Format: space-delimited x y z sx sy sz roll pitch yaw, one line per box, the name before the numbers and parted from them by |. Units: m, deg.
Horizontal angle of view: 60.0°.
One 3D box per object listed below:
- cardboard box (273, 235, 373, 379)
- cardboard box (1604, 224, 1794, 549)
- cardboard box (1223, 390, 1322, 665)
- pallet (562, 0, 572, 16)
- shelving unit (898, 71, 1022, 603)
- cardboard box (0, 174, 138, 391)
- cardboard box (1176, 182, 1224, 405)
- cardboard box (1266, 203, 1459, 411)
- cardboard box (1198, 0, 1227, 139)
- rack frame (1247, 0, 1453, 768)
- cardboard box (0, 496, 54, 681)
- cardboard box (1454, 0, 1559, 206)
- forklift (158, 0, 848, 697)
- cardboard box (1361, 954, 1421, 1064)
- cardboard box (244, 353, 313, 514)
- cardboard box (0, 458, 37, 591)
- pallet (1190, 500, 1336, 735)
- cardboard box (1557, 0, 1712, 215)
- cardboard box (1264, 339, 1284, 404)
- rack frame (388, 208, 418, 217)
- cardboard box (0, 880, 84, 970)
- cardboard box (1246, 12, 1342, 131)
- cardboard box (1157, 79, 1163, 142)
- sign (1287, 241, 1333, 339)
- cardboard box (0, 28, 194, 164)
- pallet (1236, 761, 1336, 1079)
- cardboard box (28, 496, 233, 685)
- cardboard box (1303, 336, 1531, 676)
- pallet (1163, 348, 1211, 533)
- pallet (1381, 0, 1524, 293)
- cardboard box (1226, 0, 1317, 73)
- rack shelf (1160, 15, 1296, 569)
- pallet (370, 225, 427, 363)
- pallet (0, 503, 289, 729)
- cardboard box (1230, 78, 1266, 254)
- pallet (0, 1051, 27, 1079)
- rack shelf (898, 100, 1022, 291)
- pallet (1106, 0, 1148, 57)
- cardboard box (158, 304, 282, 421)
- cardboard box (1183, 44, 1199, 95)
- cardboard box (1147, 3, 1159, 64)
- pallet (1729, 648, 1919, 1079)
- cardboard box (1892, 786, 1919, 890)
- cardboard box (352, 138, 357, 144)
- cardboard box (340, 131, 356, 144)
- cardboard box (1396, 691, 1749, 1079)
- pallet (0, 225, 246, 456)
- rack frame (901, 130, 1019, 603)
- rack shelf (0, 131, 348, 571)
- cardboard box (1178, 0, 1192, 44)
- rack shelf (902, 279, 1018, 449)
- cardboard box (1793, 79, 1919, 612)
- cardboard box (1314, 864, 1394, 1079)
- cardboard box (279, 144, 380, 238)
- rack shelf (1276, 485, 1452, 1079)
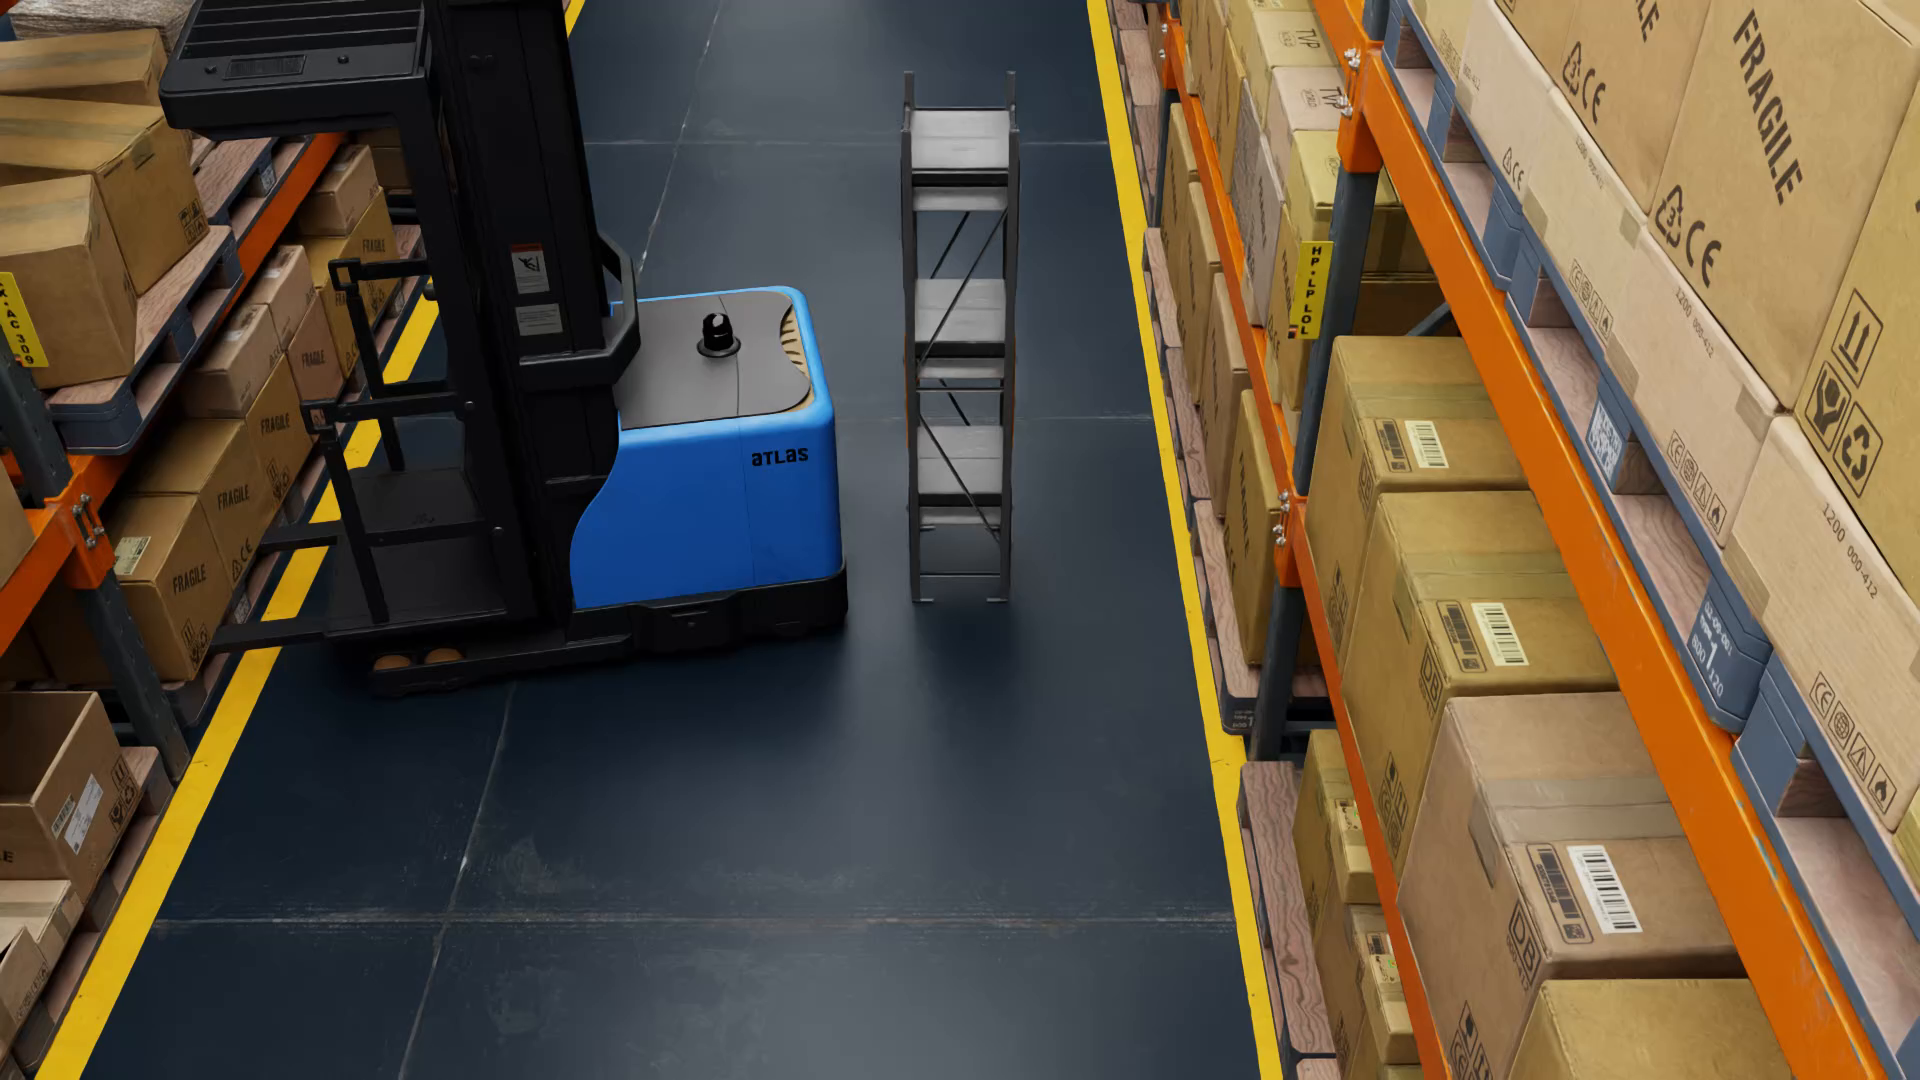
cardboard box | -3.144 -1.103 7.875 0.500 0.500 0.500 -1 39 -2
cardboard box | 1.309 -0.242 2.459 0.500 0.250 0.500 -1 39 -1
cardboard box | 1.447 -0.051 6.299 0.750 0.750 0.750 0 39 0
pallet | -3.345 -3.768 11.783 1.003 0.211 1.213 0 39 0
shelving unit | 0.000 -0.716 6.464 0.431 2.100 0.503 0 39 0
cardboard box | -3.152 -0.813 5.451 0.700 0.500 0.500 -13 40 -15
cardboard box | 1.438 -1.139 7.655 0.750 0.750 0.750 0 39 0
cardboard box | 1.326 -0.771 5.480 0.500 0.500 0.500 -1 39 -1
cardboard box | 1.309 -2.042 7.066 0.500 0.500 0.500 0 39 0
rack frame | 1.578 -0.320 5.251 1.000 3.000 0.127 0 39 0
cardboard box | -3.663 0.181 6.272 0.500 0.500 0.500 0 39 0
cardboard box | 1.302 -0.884 3.260 0.500 0.250 0.500 -1 39 -1
forklift | -2.025 -0.893 6.020 3.031 2.935 1.130 -7 39 -9
cardboard box | 1.295 1.247 4.440 0.380 0.149 0.250 -1 39 -1
cardboard box | -3.137 -0.459 7.071 0.500 0.500 0.500 0 39 0
cardboard box | -3.118 -0.041 4.822 0.500 0.500 0.500 1 39 1
pallet | 1.502 0.286 6.725 1.003 0.211 1.213 0 39 0
cardboard box | 1.311 -0.851 2.619 0.500 0.500 0.500 0 39 0
cardboard box | 1.271 -0.599 5.783 0.380 0.149 0.250 1 39 1
rack frame | -3.380 -2.815 8.365 1.000 3.000 0.127 0 39 0
cardboard box | -3.031 1.217 5.260 0.380 0.149 0.250 0 39 0
cardboard box | 1.330 -1.706 6.047 0.500 0.250 0.500 1 39 1
cardboard box | 1.521 -2.468 9.578 0.700 0.500 0.500 0 39 1
sign | 1.036 -0.734 4.905 0.100 0.325 0.005 0 39 0
cardboard box | -3.439 -1.622 6.459 0.700 0.500 0.500 -9 40 -11
pallet | 1.501 1.244 5.529 1.003 0.211 1.213 0 39 0
cardboard box | -3.132 0.187 6.265 0.500 0.500 0.500 -2 39 -2
cardboard box | 1.563 -0.098 4.734 0.980 0.700 0.700 1 39 1
pallet | 1.498 -0.479 7.679 1.003 0.211 1.213 0 39 0
pallet | 1.569 -0.944 3.702 1.003 0.211 1.213 0 39 0
cardboard box | 1.329 -2.025 6.445 0.500 0.250 0.500 -1 39 -1
rack shelf | 1.576 -1.290 7.036 1.077 0.370 4.000 0 39 0
pallet | -3.417 -1.260 8.654 1.003 0.211 1.213 0 39 0
pallet | -3.414 0.265 6.750 1.003 0.211 1.213 0 39 0
cardboard box | 1.323 -1.405 6.270 0.500 0.500 0.500 0 39 0
pallet | -3.371 1.968 4.625 1.003 0.211 1.213 0 39 0
rack shelf | 0.000 -1.251 6.035 0.431 0.518 0.480 0 39 0
pallet | 1.571 -3.748 11.758 1.003 0.211 1.213 0 39 0
cardboard box | -3.133 -0.731 6.811 0.500 0.250 0.500 0 39 0
cardboard box | 1.250 -2.201 7.783 0.380 0.149 0.250 1 39 1
cardboard box | 1.597 -3.417 10.762 0.700 0.500 0.500 0 39 0
pallet | 1.572 0.582 1.798 1.003 0.211 1.213 0 39 0
cardboard box | 1.317 0.409 1.647 0.500 0.250 0.500 1 39 1
cardboard box | -3.625 -2.235 9.504 0.500 0.250 0.500 1 39 1
cardboard box | -3.627 -2.453 9.326 0.500 0.311 0.500 1 39 1
cardboard box | 1.569 0.814 3.596 0.980 0.700 0.700 -2 39 -2
pallet | -3.267 -0.739 5.927 1.003 0.211 1.213 0 39 0
rack frame | 0.000 -0.563 6.274 0.400 2.100 0.015 0 39 0
rack shelf | -3.378 -1.284 7.029 1.077 0.370 4.000 0 39 0
cardboard box | 1.318 -2.680 7.862 0.500 0.500 0.500 1 39 1
rack shelf | 0.000 -0.705 6.473 0.431 0.518 0.480 0 39 0
cardboard box | 1.319 -0.197 1.802 0.500 0.500 0.500 1 39 1
cardboard box | 1.474 1.273 4.925 0.700 0.500 0.500 0 39 -1
cardboard box | -3.140 -1.684 8.001 0.500 0.250 0.500 1 39 2
rack shelf | 1.581 1.211 3.915 1.077 0.370 4.000 0 39 0
